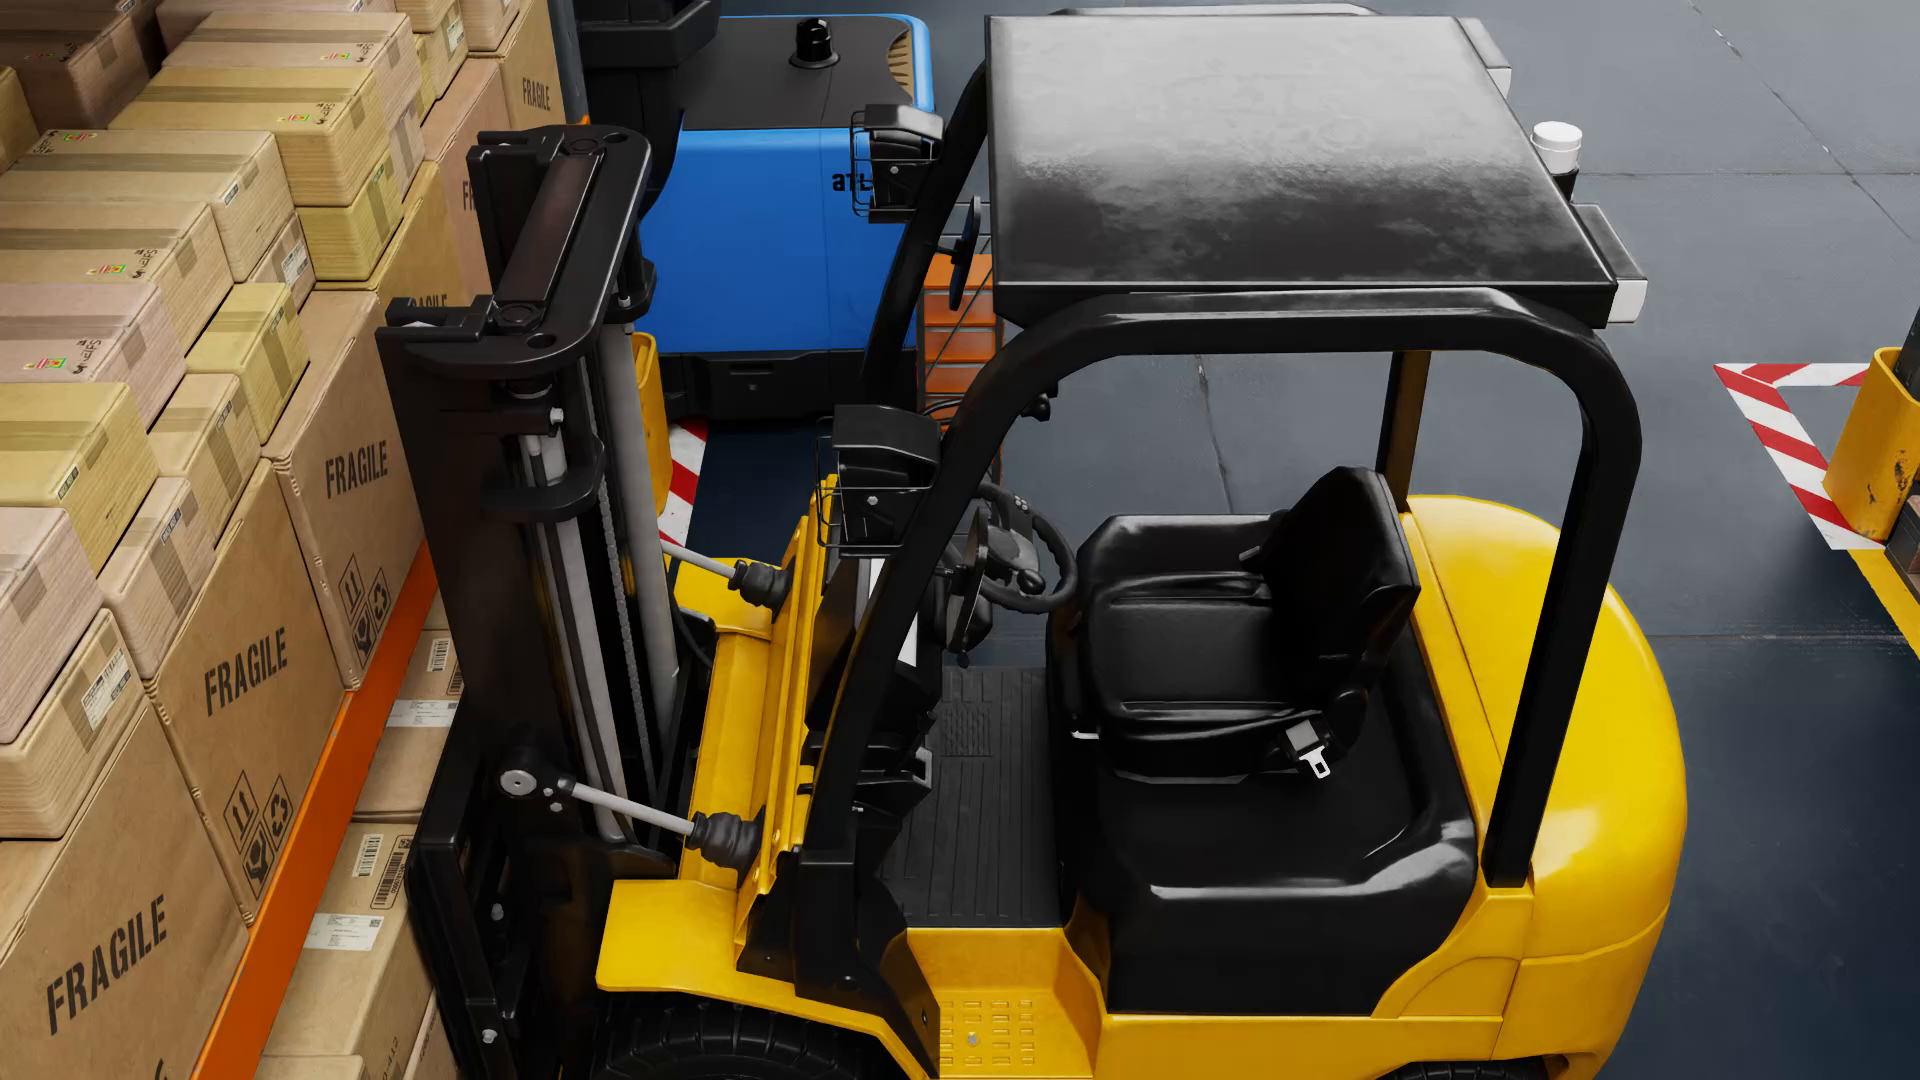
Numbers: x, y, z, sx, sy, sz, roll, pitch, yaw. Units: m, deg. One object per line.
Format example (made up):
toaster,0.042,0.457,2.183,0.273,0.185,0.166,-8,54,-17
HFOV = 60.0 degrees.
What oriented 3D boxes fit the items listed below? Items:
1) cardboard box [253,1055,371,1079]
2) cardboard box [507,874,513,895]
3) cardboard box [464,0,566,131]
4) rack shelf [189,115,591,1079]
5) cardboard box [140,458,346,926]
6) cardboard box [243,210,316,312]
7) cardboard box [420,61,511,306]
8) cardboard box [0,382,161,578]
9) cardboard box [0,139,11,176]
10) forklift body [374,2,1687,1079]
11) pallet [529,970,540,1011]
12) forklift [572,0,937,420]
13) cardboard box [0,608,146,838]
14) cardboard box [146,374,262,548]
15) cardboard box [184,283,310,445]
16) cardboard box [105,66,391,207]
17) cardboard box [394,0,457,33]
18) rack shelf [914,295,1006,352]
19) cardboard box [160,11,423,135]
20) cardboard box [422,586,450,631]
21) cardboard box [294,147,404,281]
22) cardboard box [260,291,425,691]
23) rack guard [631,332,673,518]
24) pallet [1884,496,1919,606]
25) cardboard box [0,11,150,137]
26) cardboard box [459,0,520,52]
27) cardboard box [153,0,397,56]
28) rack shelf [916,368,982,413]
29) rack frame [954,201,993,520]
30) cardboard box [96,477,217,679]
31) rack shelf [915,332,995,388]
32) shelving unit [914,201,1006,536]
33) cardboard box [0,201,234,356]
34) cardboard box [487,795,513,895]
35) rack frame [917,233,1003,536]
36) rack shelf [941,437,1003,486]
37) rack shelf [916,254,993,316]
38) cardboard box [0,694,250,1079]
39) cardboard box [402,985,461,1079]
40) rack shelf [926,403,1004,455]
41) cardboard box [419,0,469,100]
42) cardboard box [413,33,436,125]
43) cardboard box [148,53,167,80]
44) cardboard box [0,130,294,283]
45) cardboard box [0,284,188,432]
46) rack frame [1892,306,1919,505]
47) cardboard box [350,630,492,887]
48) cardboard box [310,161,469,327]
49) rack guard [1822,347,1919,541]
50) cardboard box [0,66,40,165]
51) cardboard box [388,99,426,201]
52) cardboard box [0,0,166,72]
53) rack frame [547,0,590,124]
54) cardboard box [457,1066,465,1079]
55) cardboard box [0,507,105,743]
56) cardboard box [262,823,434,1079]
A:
cardboard box,-1.213,1.080,2.567,0.500,0.250,0.500,0,39,0
cardboard box,-1.219,0.834,3.674,0.500,0.250,0.500,1,39,1
cardboard box,-1.278,-1.049,4.081,0.500,0.500,0.500,-1,39,-1
rack shelf,-1.538,0.214,3.160,1.077,0.370,4.000,0,39,0
cardboard box,-1.294,0.225,2.491,0.500,0.500,0.500,0,39,0
cardboard box,-1.324,-0.435,2.795,0.380,0.149,0.250,0,39,0
cardboard box,-1.286,-0.725,3.676,0.500,0.500,0.500,1,39,1
cardboard box,-1.265,-0.070,2.103,0.380,0.149,0.250,-1,39,-1
cardboard box,-1.781,-0.548,2.699,0.380,0.149,0.250,0,39,0
forklift body,0.286,0.198,3.283,2.313,2.155,1.214,0,39,0
pallet,-1.499,1.010,3.821,1.003,0.211,1.213,0,39,0
forklift,-1.593,-1.828,5.187,3.031,2.935,1.130,-1,39,-2
cardboard box,-1.230,0.213,1.987,0.380,0.149,0.250,1,39,1
cardboard box,-1.246,-0.108,2.388,0.380,0.149,0.250,-1,39,-1
cardboard box,-1.255,-0.275,2.596,0.380,0.149,0.250,-1,39,-1
cardboard box,-1.228,-0.704,2.893,0.380,0.149,0.250,1,39,1
cardboard box,-1.271,-1.184,3.493,0.380,0.149,0.250,1,39,1
rack shelf,0.000,-0.630,4.764,0.258,0.103,0.180,0,39,0
cardboard box,-1.234,-0.866,3.095,0.380,0.149,0.250,1,39,1
cardboard box,-1.211,0.124,3.760,0.500,0.250,0.500,0,39,1
cardboard box,-1.234,-0.591,2.990,0.380,0.149,0.250,0,39,0
cardboard box,-1.274,-0.090,2.884,0.500,0.500,0.500,0,39,0
rack guard,-1.541,-0.357,5.296,1.175,0.500,0.348,0,39,0
pallet,3.389,0.320,4.682,1.003,0.211,1.213,0,39,0
cardboard box,-1.762,-0.867,3.097,0.380,0.149,0.250,1,39,1
cardboard box,-1.230,-1.233,3.792,0.380,0.149,0.250,1,39,1
cardboard box,-1.345,-1.028,3.298,0.380,0.149,0.250,0,39,0
rack shelf,0.000,-0.443,4.914,0.258,0.103,0.180,0,39,0
rack frame,0.000,-0.534,4.957,0.240,1.200,0.006,0,39,0
cardboard box,-1.228,0.049,2.192,0.380,0.149,0.250,0,39,-1
rack shelf,0.000,-0.536,4.839,0.258,0.103,0.180,0,39,0
shelving unit,0.000,-0.477,4.886,0.258,1.200,0.189,0,39,0
cardboard box,-1.339,-0.385,2.496,0.380,0.149,0.250,0,39,0
cardboard box,-1.219,0.650,3.504,0.500,0.250,0.500,0,39,0
rack frame,0.000,-0.420,4.815,0.240,1.200,0.006,0,39,0
rack shelf,0.000,-0.255,5.064,0.258,0.103,0.180,0,39,0
rack shelf,0.000,-0.724,4.689,0.258,0.103,0.180,0,39,0
cardboard box,-1.293,0.541,2.096,0.500,0.500,0.500,1,39,1
cardboard box,-1.220,0.966,3.109,0.500,0.250,0.500,0,39,0
rack shelf,0.000,-0.349,4.989,0.258,0.103,0.180,0,39,0
cardboard box,-1.291,-1.071,3.589,0.380,0.149,0.250,1,39,1
cardboard box,-1.302,-0.916,3.396,0.380,0.149,0.250,0,39,0
cardboard box,-1.802,-0.917,3.397,0.380,0.149,0.250,-1,39,-2
cardboard box,-1.322,-0.543,2.692,0.380,0.149,0.250,0,39,1
cardboard box,-1.321,-0.230,2.301,0.380,0.149,0.250,0,39,0
rack frame,3.423,-1.324,4.503,1.000,3.000,0.127,0,39,0
cardboard box,-1.218,0.441,3.365,0.500,0.250,0.500,-1,39,-1
cardboard box,-1.285,-0.404,3.276,0.500,0.500,0.500,-1,39,-1
rack guard,3.423,-0.301,5.225,1.175,0.500,0.348,0,39,0
cardboard box,-1.860,-0.703,2.892,0.380,0.149,0.250,-1,39,-1
cardboard box,-1.255,-0.749,3.187,0.380,0.149,0.250,-1,39,-2
cardboard box,-1.788,-1.032,3.303,0.380,0.149,0.250,0,39,0
rack frame,-1.541,-1.318,4.496,1.000,3.000,0.127,0,39,0
cardboard box,-1.238,1.151,3.278,0.500,0.250,0.500,1,39,1
cardboard box,-1.237,0.092,1.900,0.380,0.149,0.250,1,39,1
cardboard box,-1.225,0.769,2.955,0.500,0.250,0.500,1,39,1
